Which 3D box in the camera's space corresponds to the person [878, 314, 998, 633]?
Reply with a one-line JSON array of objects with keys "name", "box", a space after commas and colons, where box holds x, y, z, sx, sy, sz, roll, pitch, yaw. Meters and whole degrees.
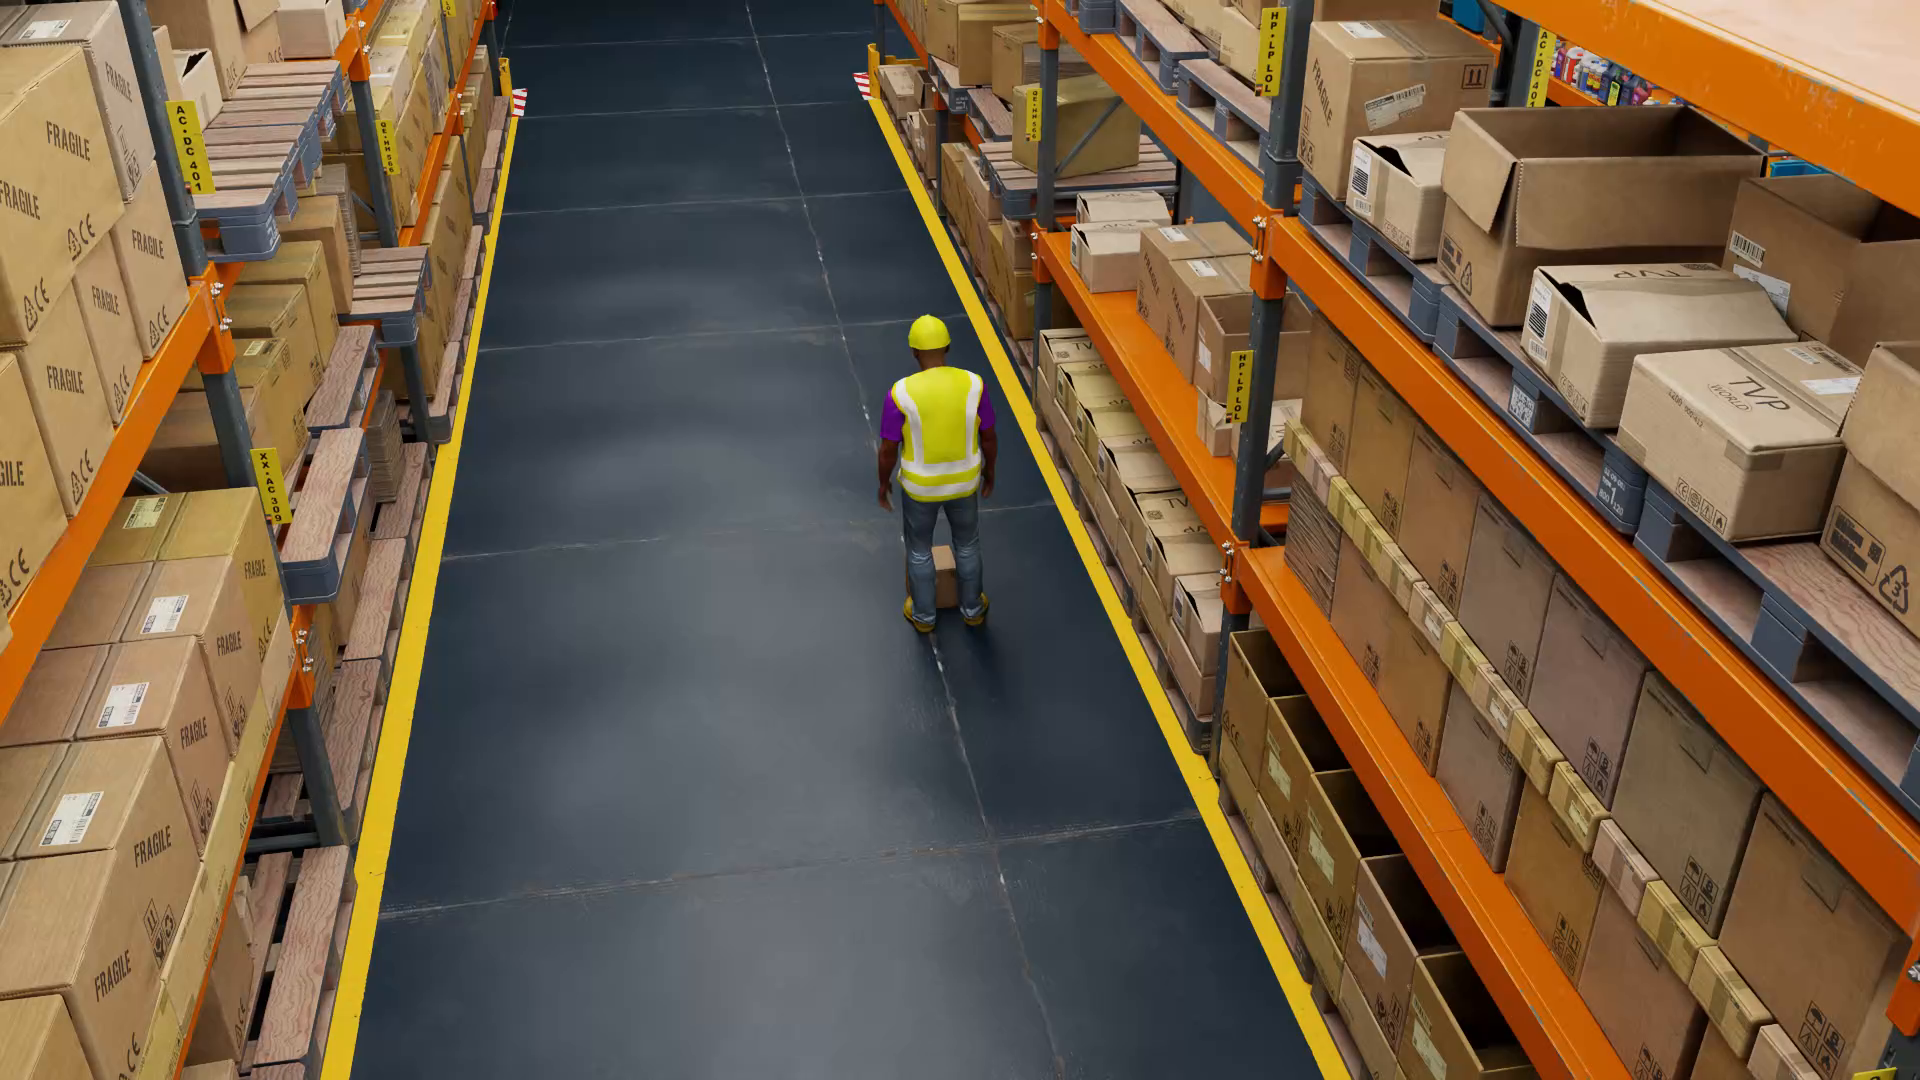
[{"name": "person", "box": [-0.117, -0.327, 8.674, 0.636, 1.761, 0.454, -6, 31, -11]}]
